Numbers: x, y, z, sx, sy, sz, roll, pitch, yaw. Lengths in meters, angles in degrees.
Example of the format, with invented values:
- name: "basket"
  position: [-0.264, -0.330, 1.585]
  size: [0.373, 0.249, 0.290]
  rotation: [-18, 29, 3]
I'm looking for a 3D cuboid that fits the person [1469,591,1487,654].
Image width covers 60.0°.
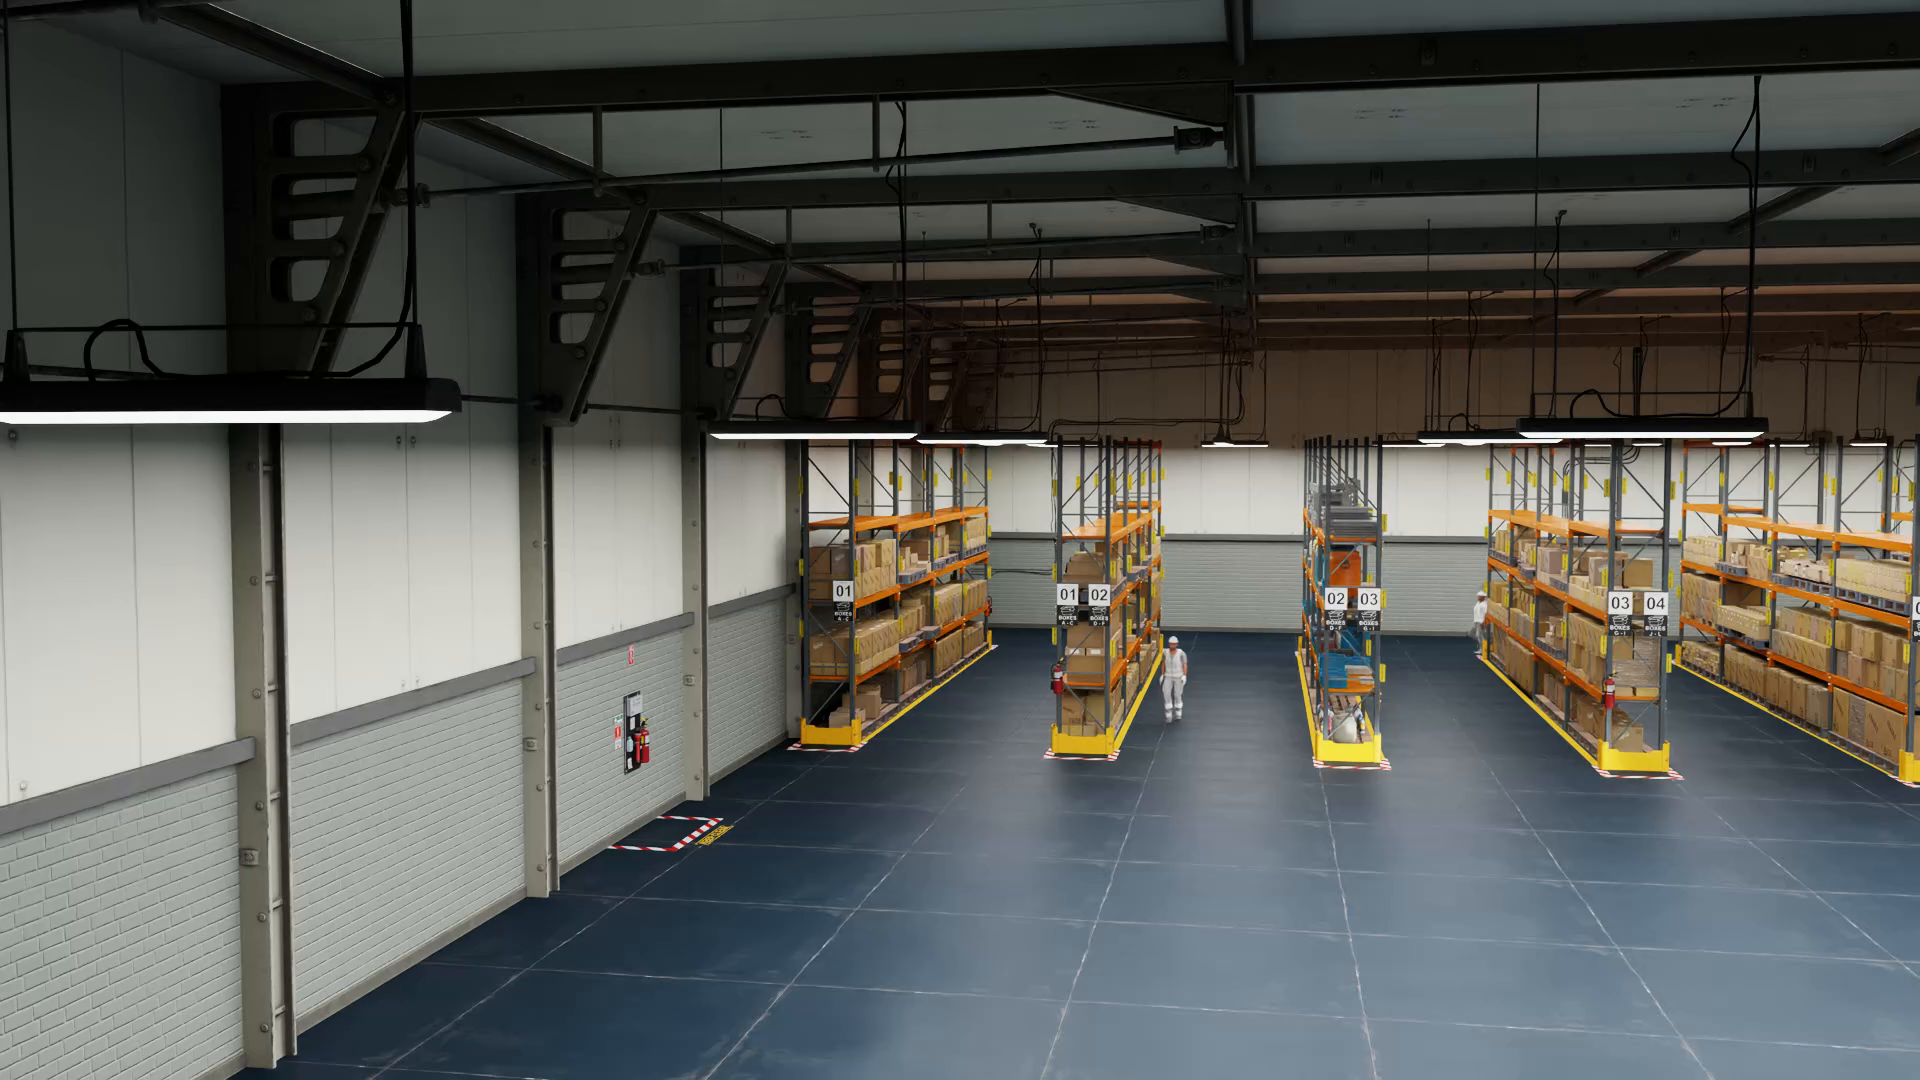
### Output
- name: "person"
  position: [14.546, 2.304, 46.582]
  size: [0.474, 1.760, 0.595]
  rotation: [0, 3, -9]

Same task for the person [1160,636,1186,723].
- name: "person"
  position: [4.502, 2.943, 35.105]
  size: [0.623, 1.825, 0.596]
  rotation: [1, 3, 23]
